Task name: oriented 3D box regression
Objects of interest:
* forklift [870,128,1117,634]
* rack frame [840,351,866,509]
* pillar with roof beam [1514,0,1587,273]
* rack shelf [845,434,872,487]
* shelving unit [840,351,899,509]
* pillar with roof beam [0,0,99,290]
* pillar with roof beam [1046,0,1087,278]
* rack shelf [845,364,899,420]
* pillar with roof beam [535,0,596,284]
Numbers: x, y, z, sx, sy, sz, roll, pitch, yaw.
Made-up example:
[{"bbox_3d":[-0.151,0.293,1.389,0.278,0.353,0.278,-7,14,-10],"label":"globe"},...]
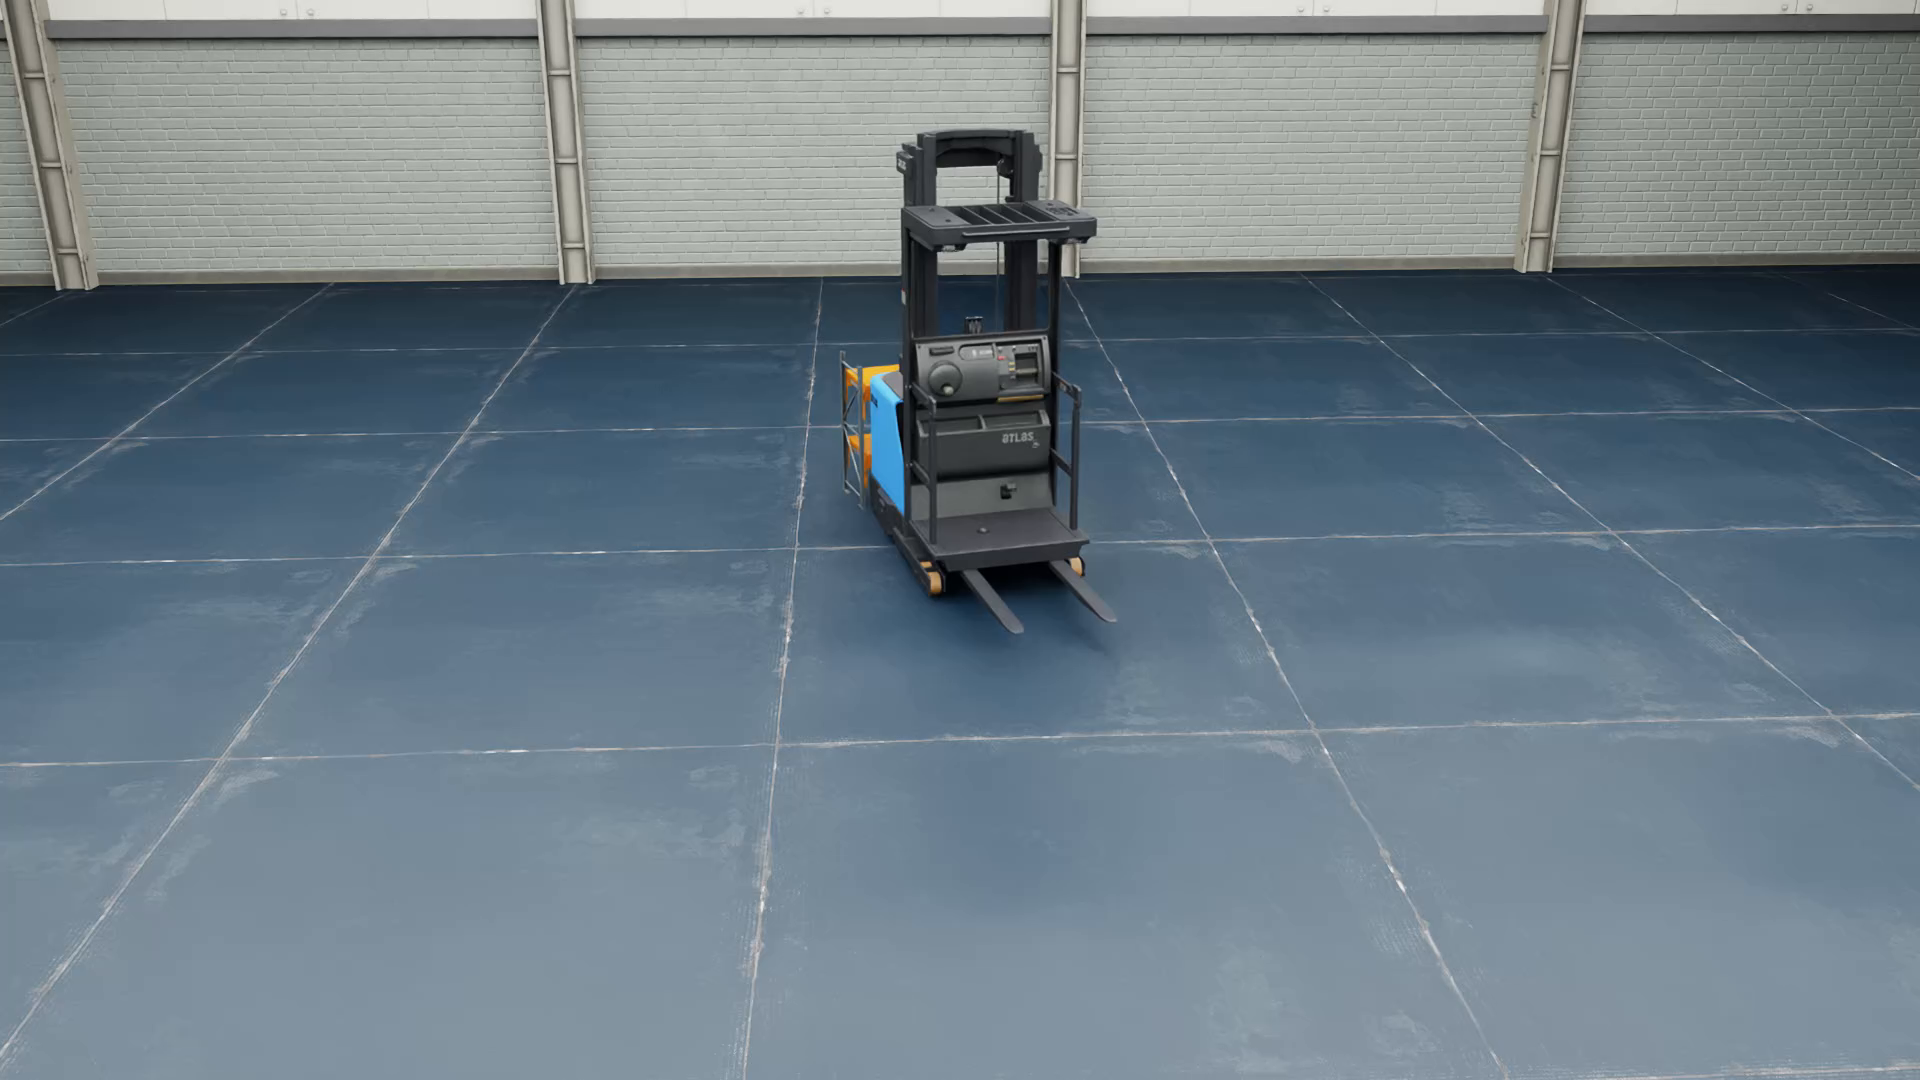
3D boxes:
[{"bbox_3d":[0.220,-1.150,11.022,1.130,2.935,3.031,-6,22,-15],"label":"forklift"},{"bbox_3d":[-0.824,-0.844,12.757,0.032,1.125,0.500,-8,22,-19],"label":"rack frame"},{"bbox_3d":[7.519,-6.107,15.514,0.400,9.000,9.100,-1,21,-3],"label":"pillar with roof beam"},{"bbox_3d":[-0.348,-0.679,13.011,1.000,0.278,0.538,-8,22,-19],"label":"rack shelf"},{"bbox_3d":[-0.348,-0.908,12.924,1.048,1.125,0.538,-8,22,-19],"label":"shelving unit"},{"bbox_3d":[-10.451,-5.741,14.554,0.400,9.000,9.100,-1,21,-3],"label":"pillar with roof beam"},{"bbox_3d":[1.529,-5.985,15.194,0.400,9.000,9.100,-1,21,-3],"label":"pillar with roof beam"},{"bbox_3d":[-0.348,-1.181,12.820,1.000,0.278,0.538,-8,22,-19],"label":"rack shelf"},{"bbox_3d":[-4.461,-5.863,14.874,0.400,9.000,9.100,-1,21,-3],"label":"pillar with roof beam"}]
